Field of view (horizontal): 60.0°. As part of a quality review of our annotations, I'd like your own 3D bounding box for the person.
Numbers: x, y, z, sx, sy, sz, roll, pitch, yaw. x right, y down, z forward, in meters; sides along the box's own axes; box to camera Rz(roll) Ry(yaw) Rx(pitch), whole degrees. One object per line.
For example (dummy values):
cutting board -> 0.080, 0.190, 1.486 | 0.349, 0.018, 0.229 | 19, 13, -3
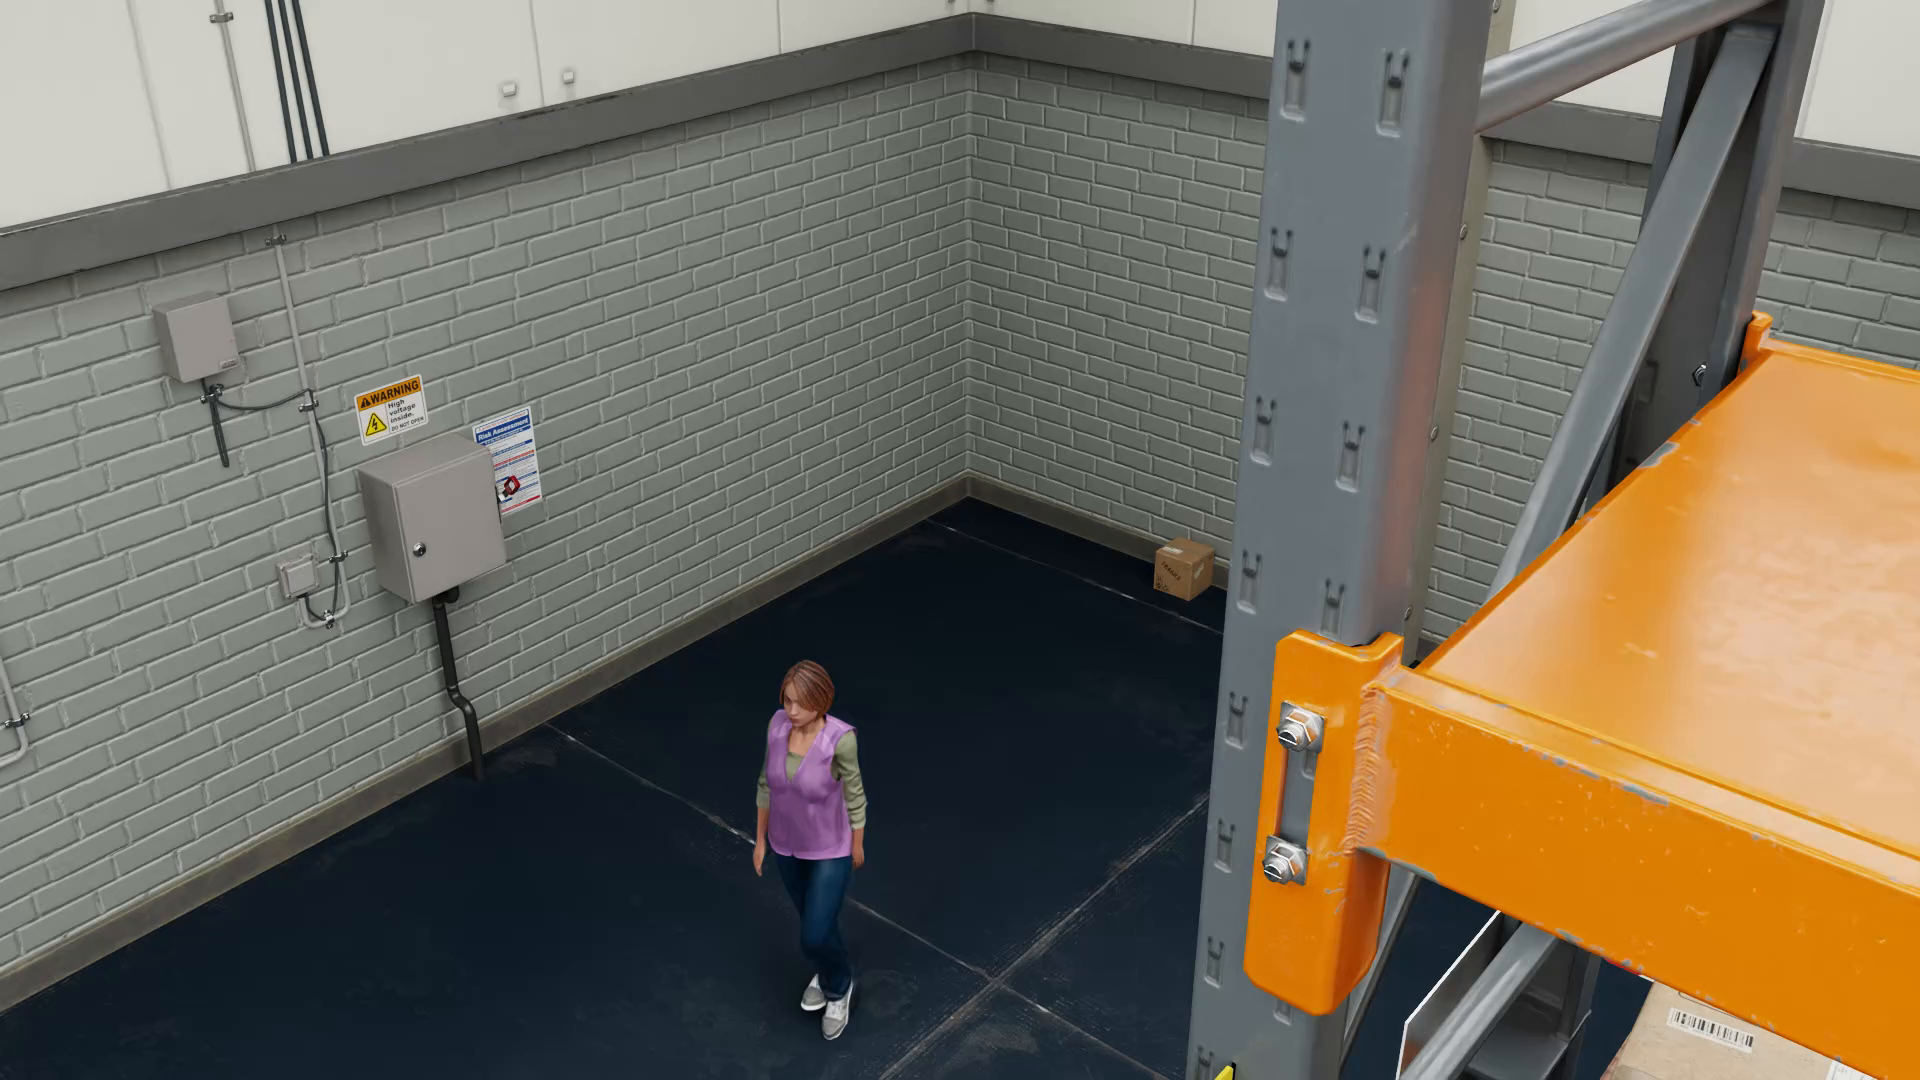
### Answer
person -> -0.582, 1.195, 6.363 | 0.415, 1.616, 0.451 | 15, 31, 26
